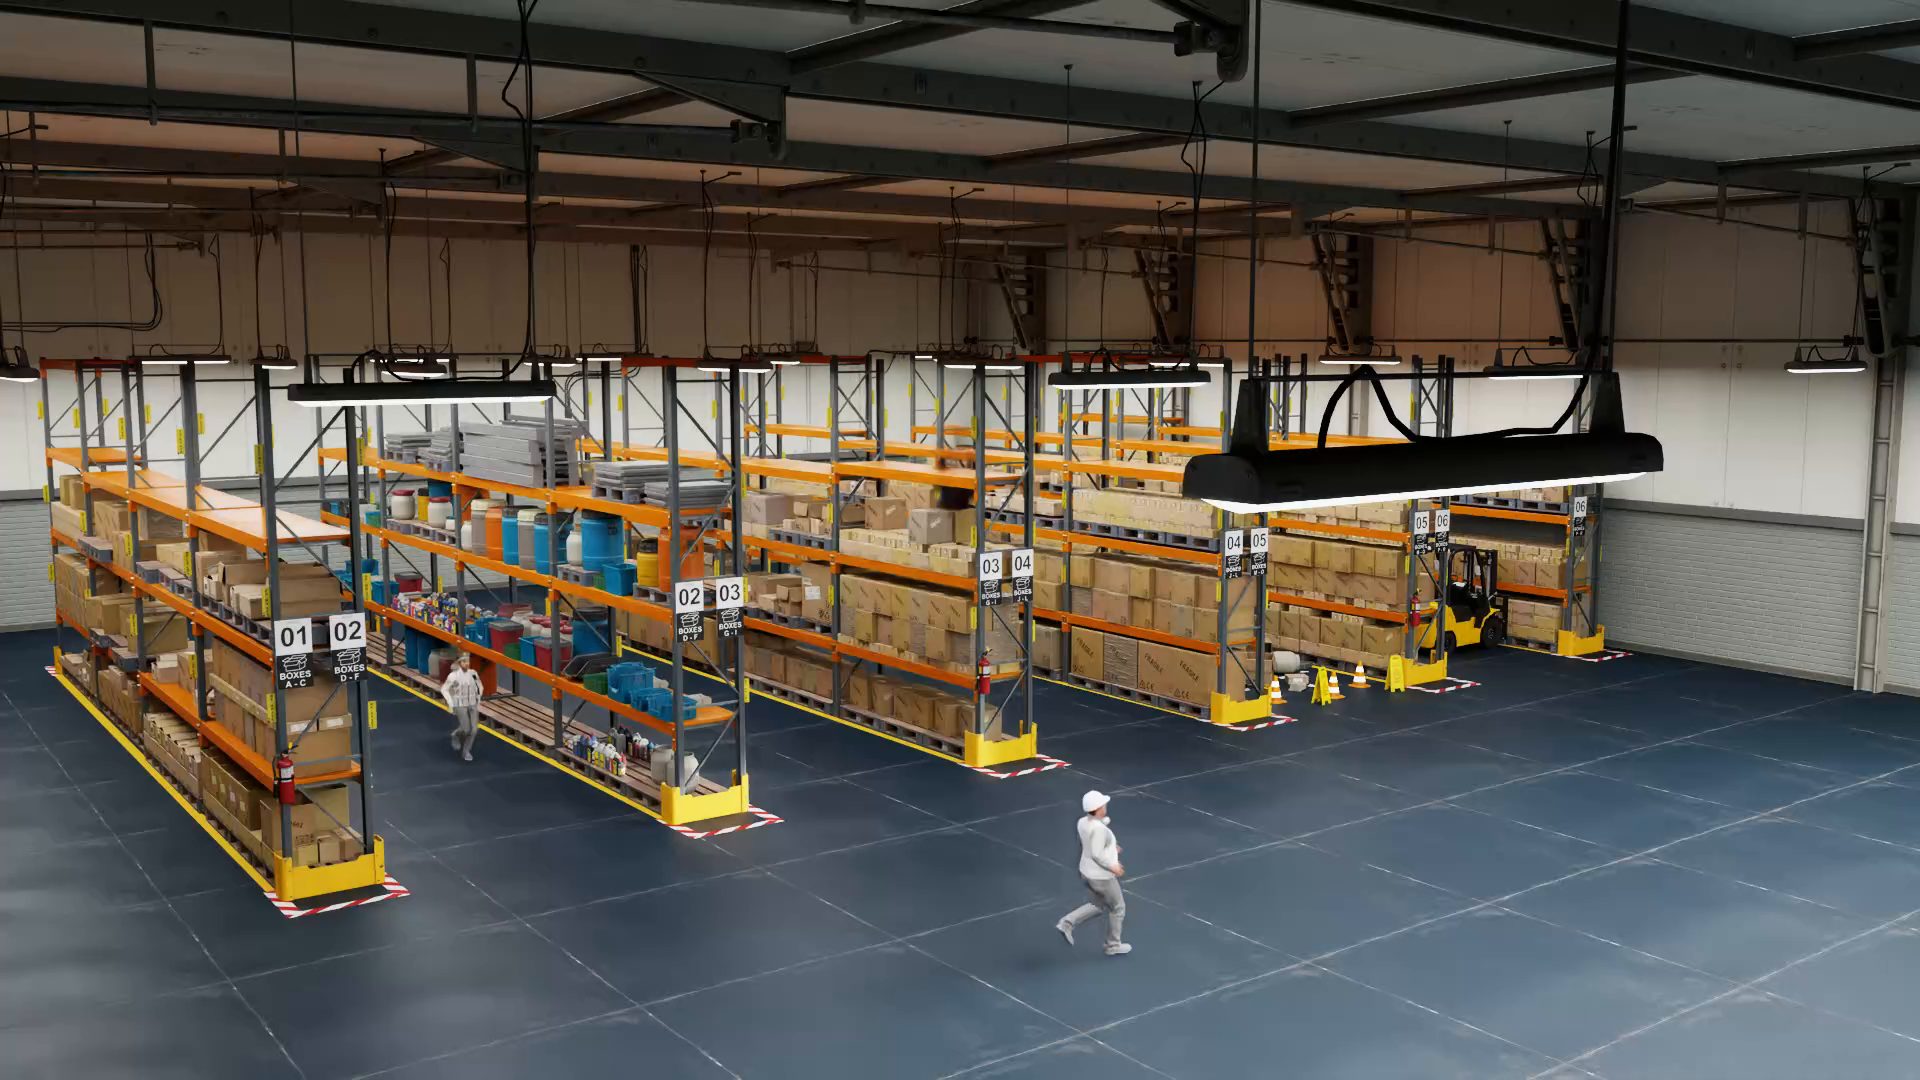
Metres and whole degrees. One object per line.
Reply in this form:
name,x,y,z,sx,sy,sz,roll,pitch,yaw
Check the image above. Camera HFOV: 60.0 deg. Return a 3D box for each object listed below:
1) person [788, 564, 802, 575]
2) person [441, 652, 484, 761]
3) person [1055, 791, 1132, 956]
person,-4.184,0.335,42.741,0.910,1.792,0.672,-5,8,-34
person,-7.515,2.511,25.120,0.518,1.661,0.548,-6,9,-40
person,1.400,3.427,17.079,0.803,1.739,0.668,-2,7,-19
